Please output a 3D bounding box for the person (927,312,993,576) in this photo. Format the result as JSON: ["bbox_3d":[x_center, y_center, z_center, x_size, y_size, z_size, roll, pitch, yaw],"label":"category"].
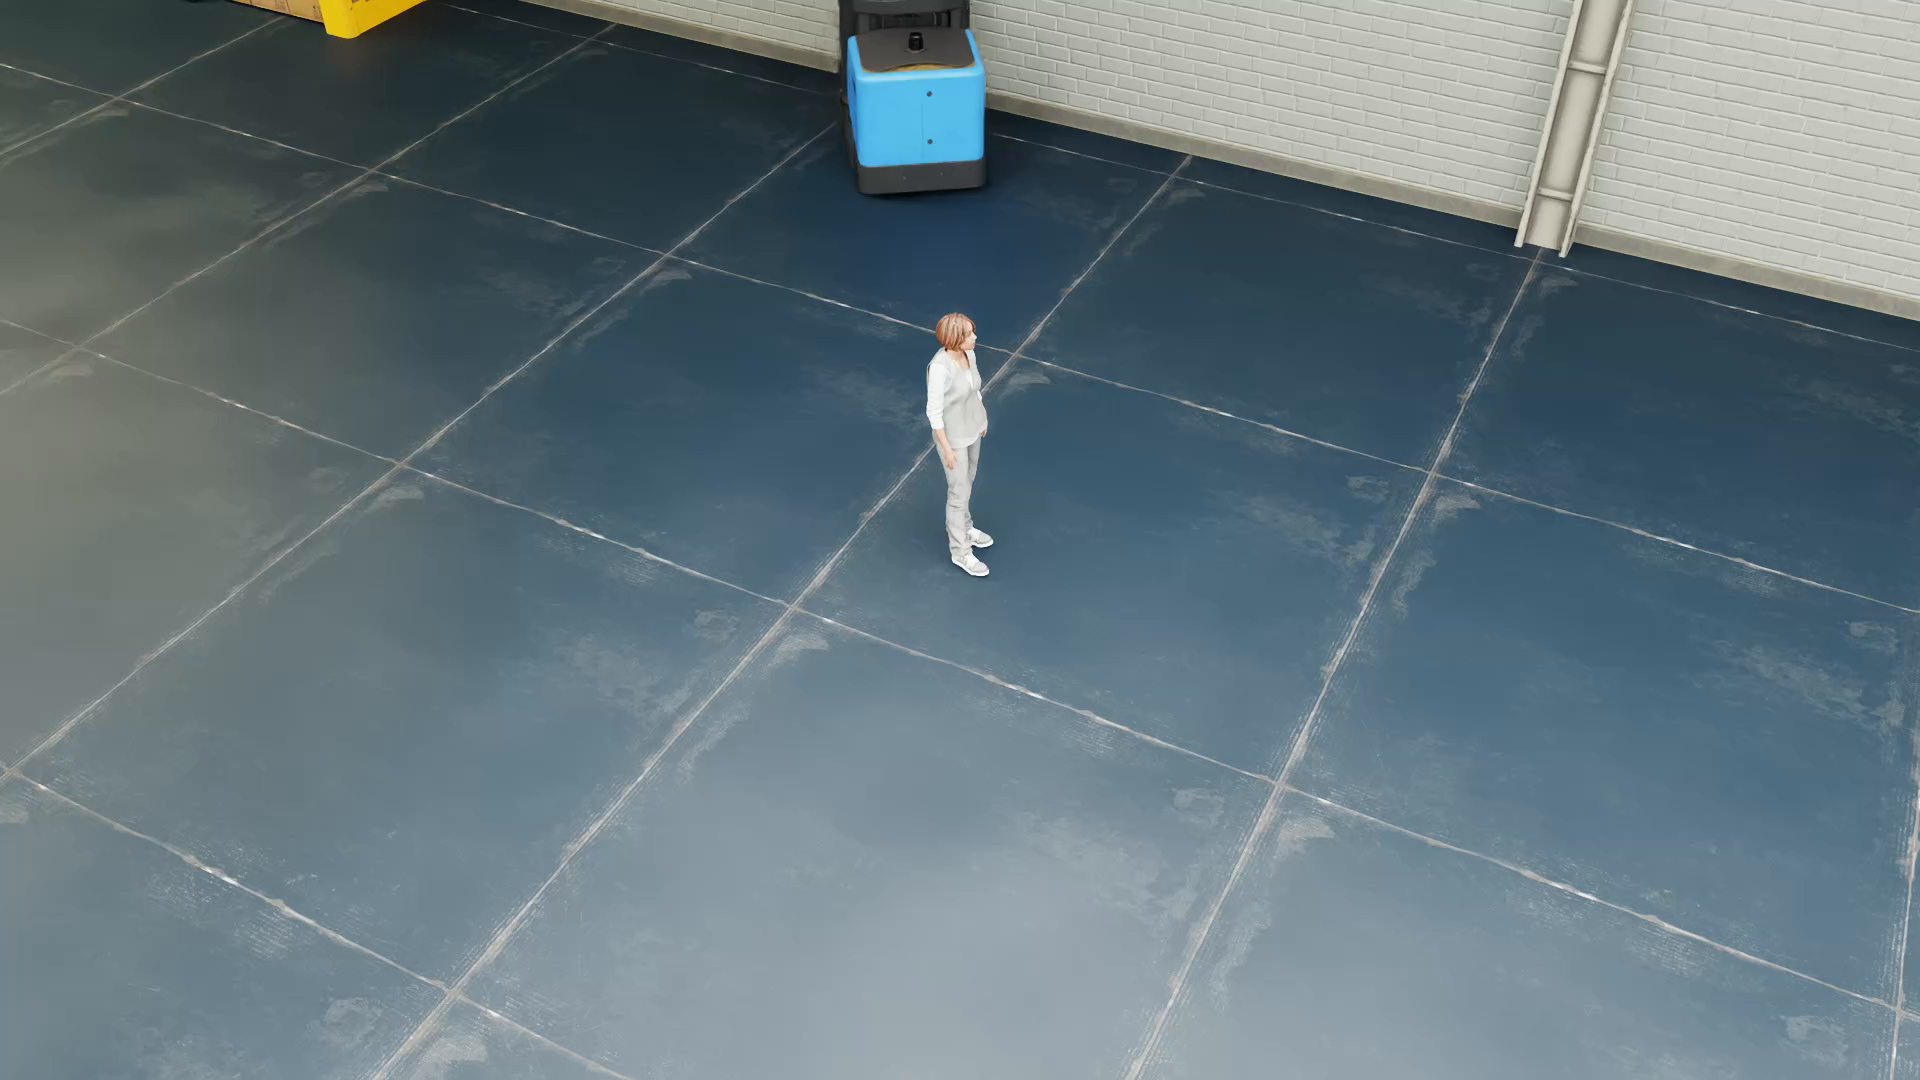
[{"bbox_3d":[0.059,-0.587,9.707,0.475,1.597,0.520,18,43,21],"label":"person"}]

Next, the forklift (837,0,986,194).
[{"bbox_3d":[-0.496,-4.870,13.769,1.130,2.935,3.031,-5,40,-6],"label":"forklift"}]
